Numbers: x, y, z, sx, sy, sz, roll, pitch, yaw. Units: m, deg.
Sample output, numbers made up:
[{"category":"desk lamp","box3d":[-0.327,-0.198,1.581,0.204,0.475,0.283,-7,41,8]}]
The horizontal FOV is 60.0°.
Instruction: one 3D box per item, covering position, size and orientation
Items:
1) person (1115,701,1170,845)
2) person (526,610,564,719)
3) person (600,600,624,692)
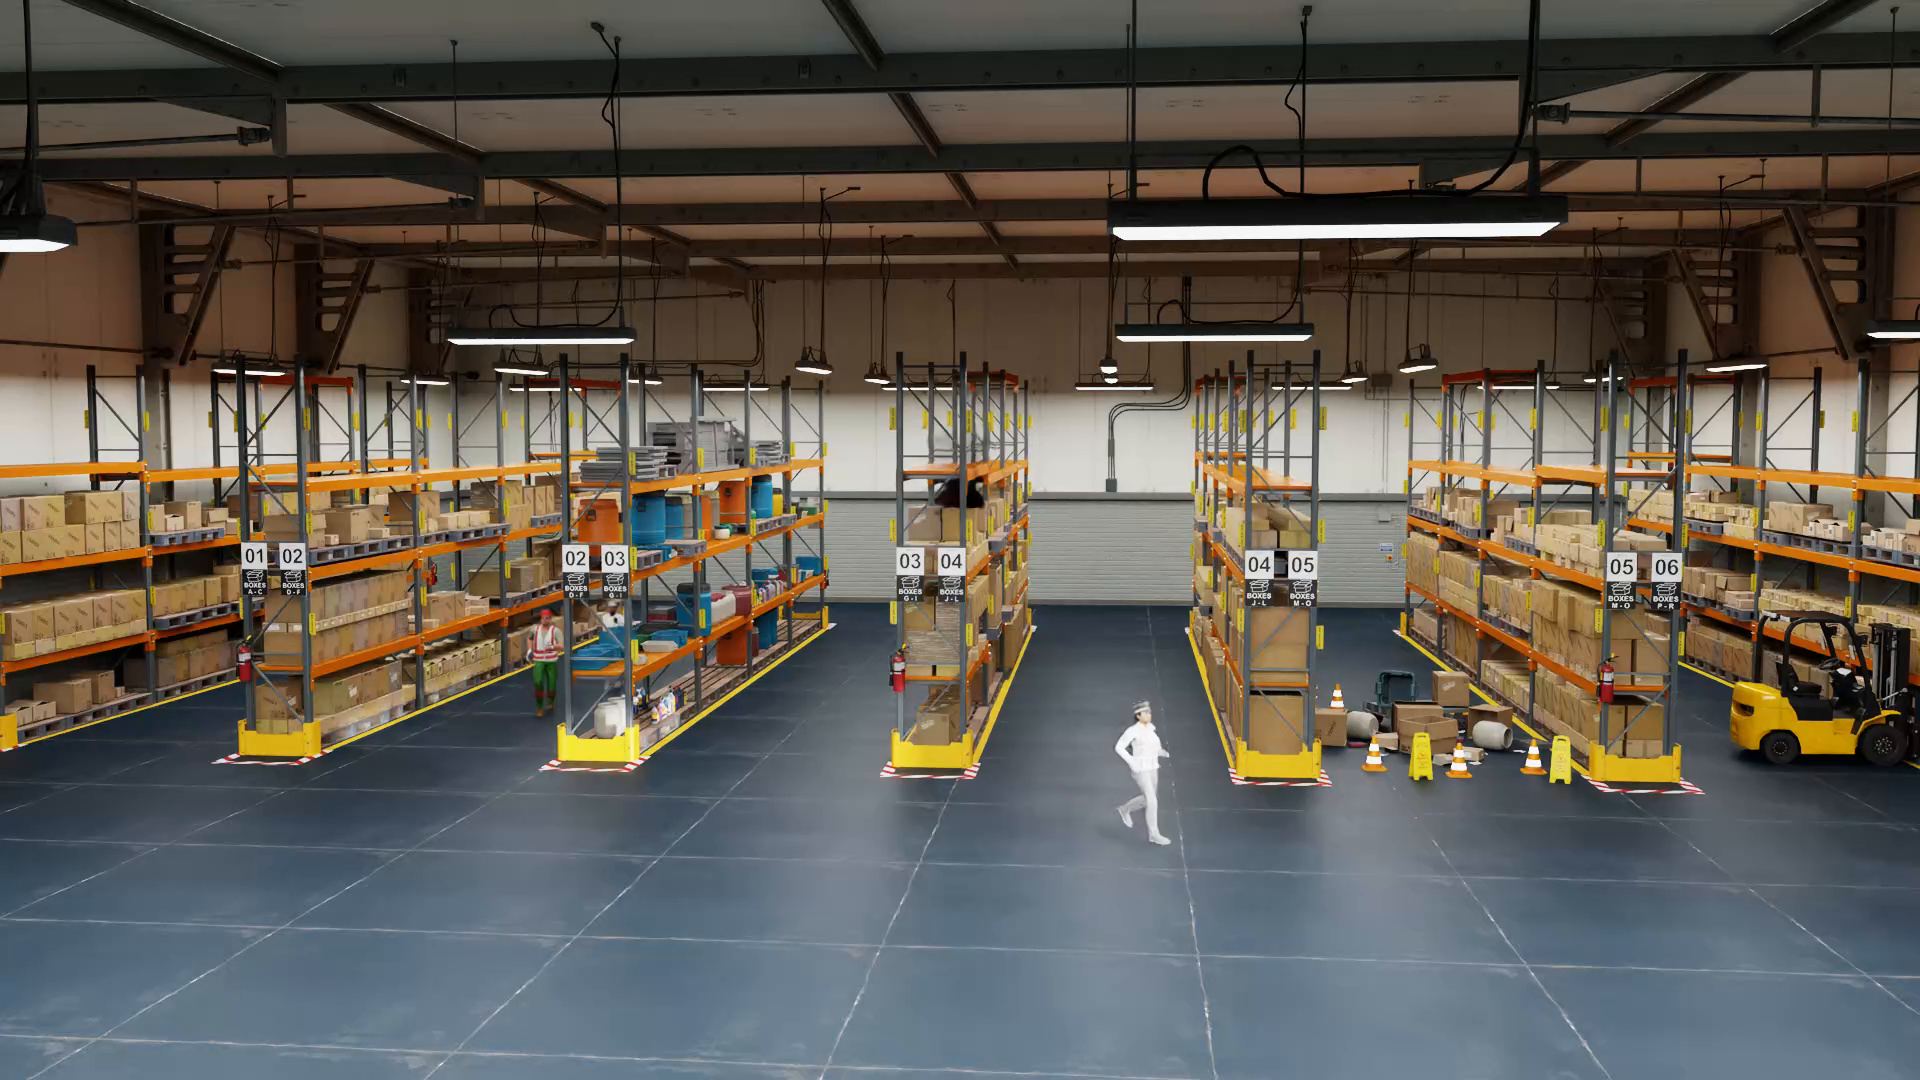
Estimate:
[{"category":"person","box3d":[2.187,2.750,19.879,0.625,1.663,0.842,-4,6,-44]},{"category":"person","box3d":[-7.055,2.099,28.287,0.642,1.838,0.763,-1,4,-11]},{"category":"person","box3d":[-6.475,1.966,30.920,0.542,1.733,0.716,0,4,1]}]
